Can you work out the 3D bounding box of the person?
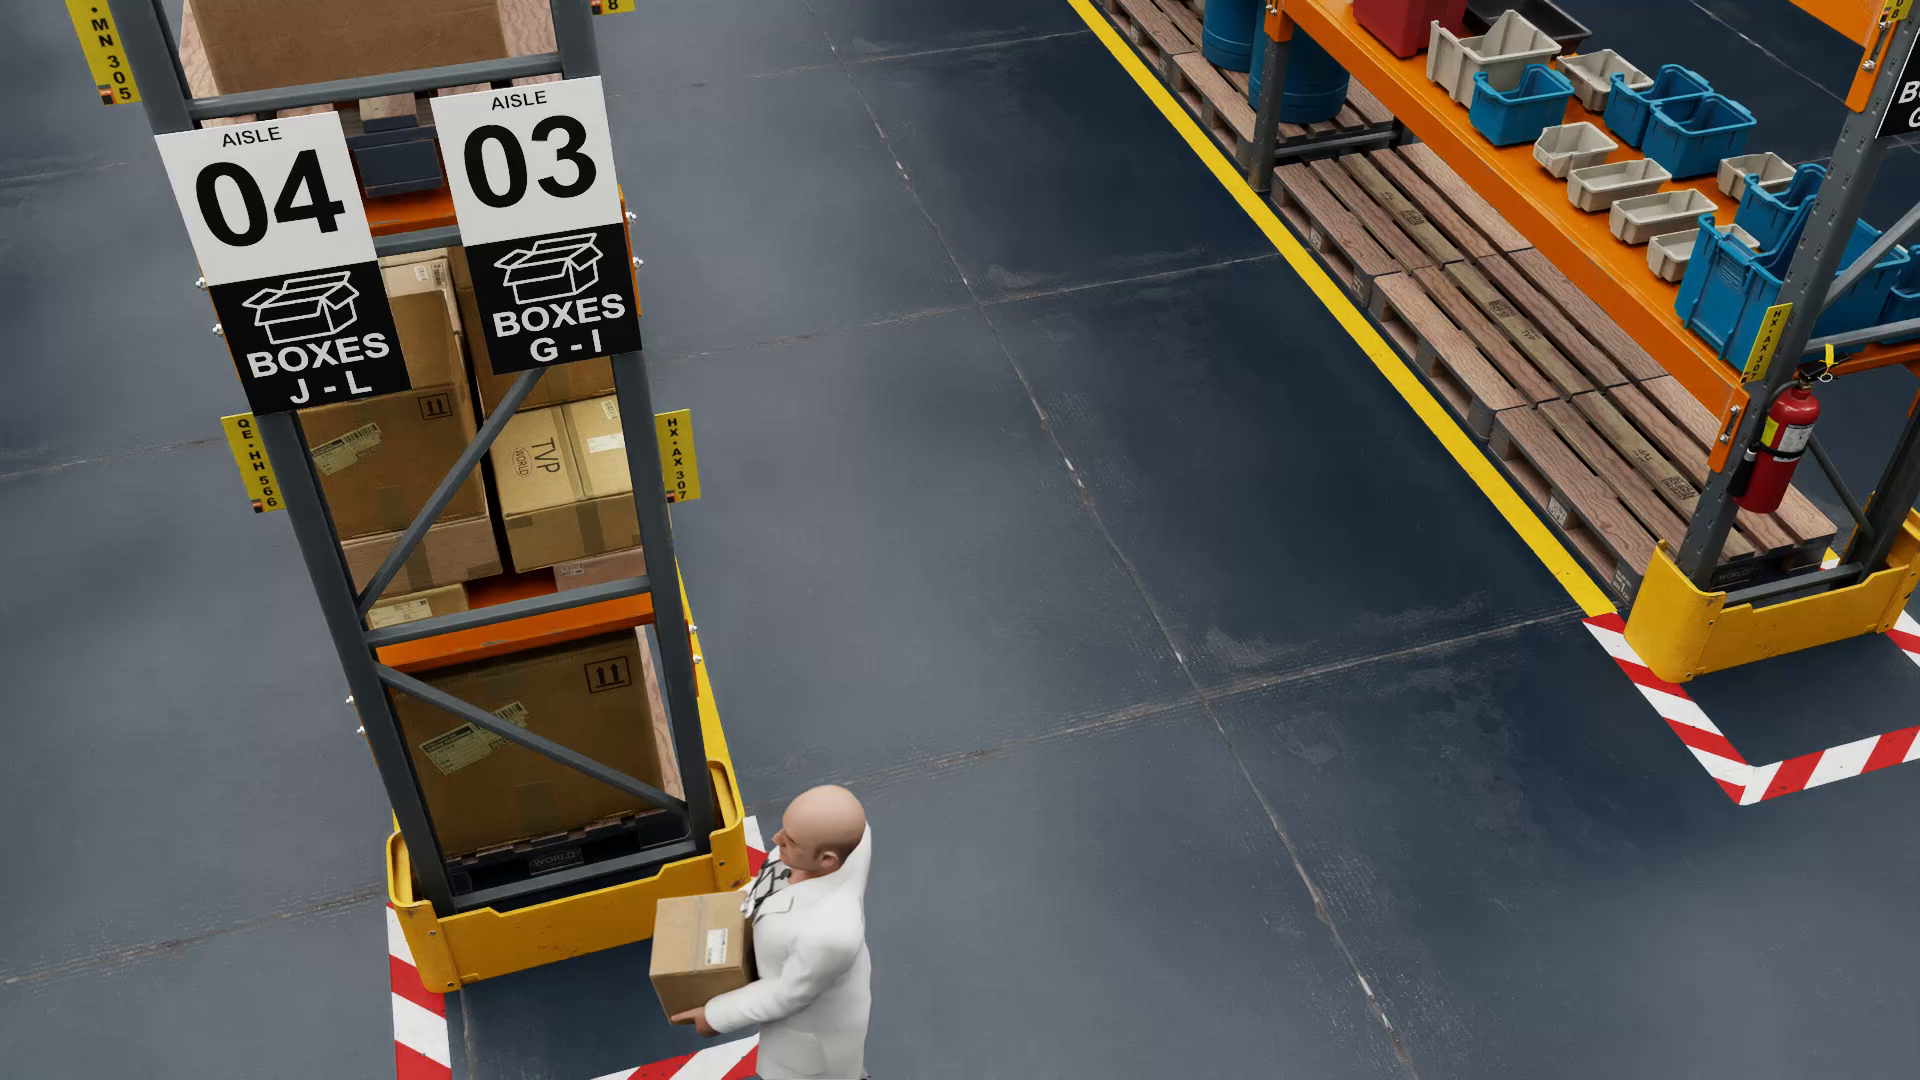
[{"bbox_3d":[-0.515,1.294,4.722,0.563,1.770,0.530,-2,42,-2],"label":"person"}]
